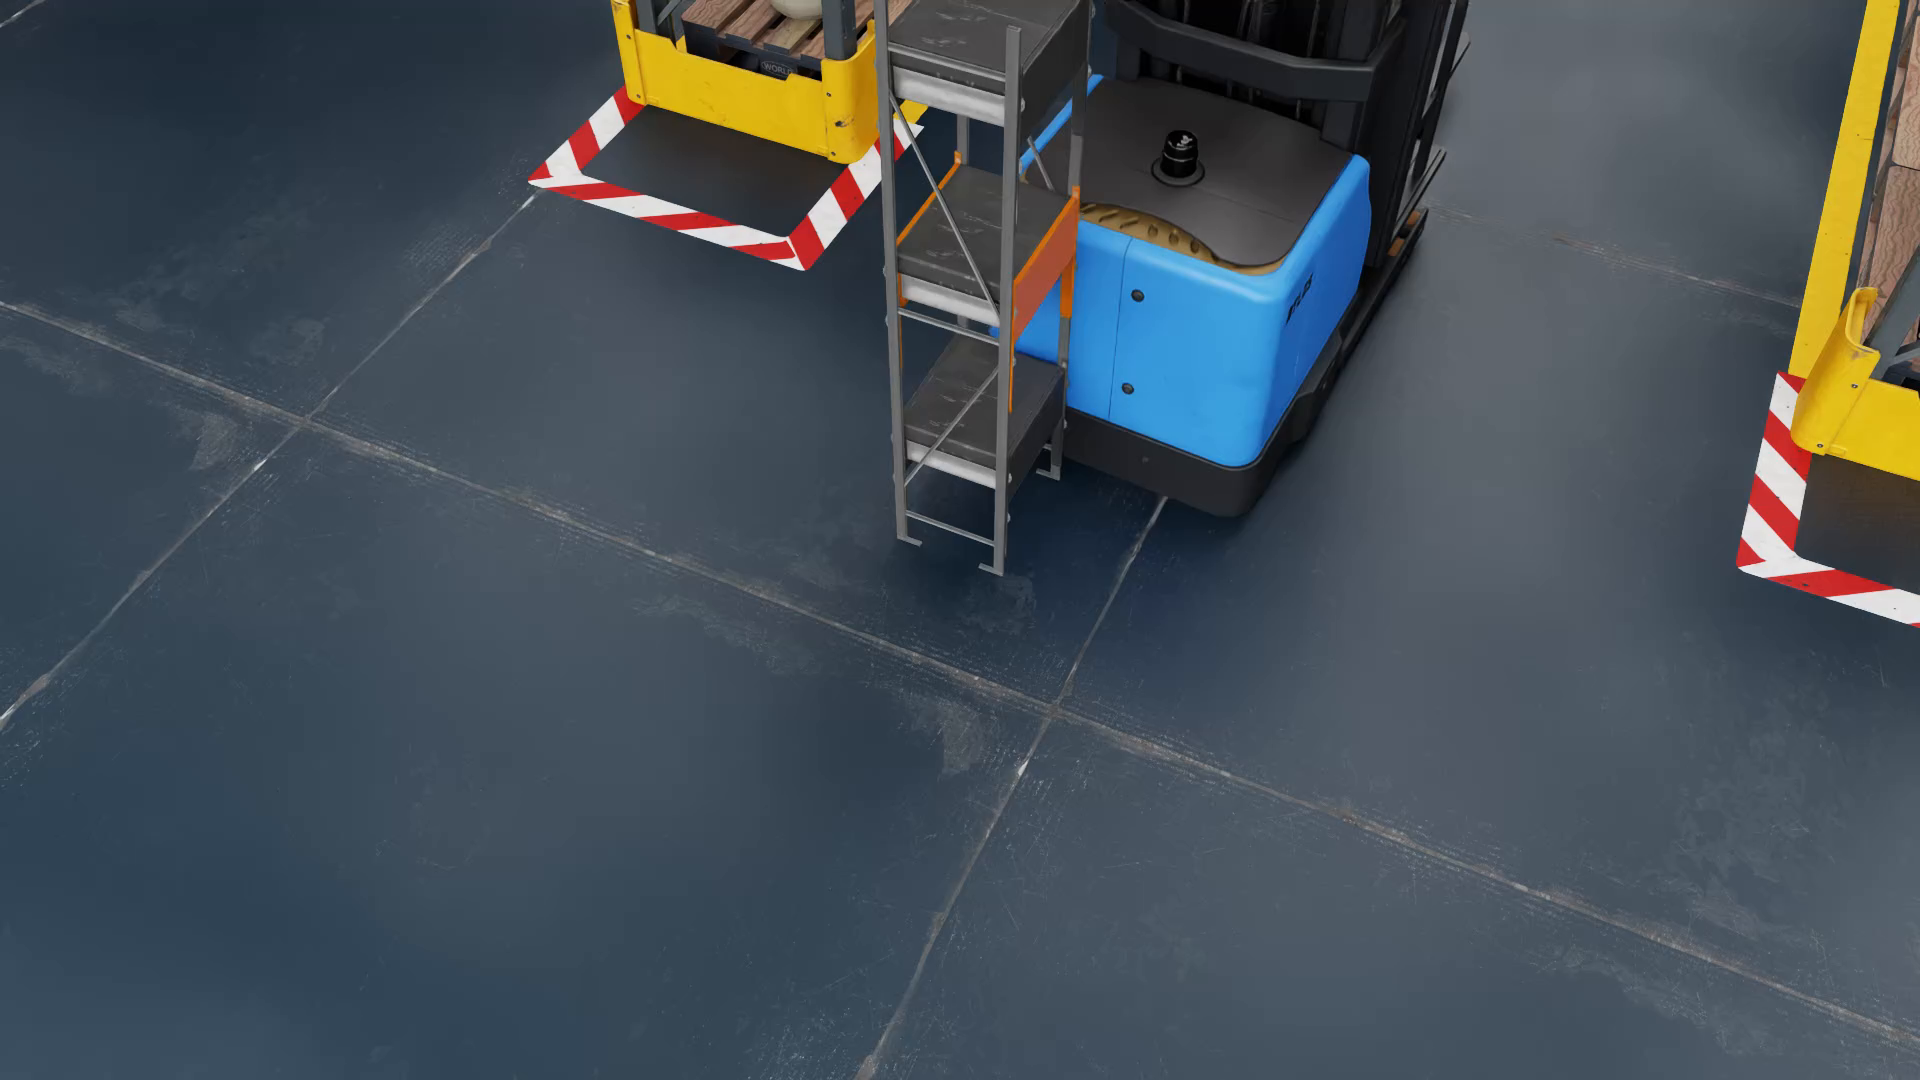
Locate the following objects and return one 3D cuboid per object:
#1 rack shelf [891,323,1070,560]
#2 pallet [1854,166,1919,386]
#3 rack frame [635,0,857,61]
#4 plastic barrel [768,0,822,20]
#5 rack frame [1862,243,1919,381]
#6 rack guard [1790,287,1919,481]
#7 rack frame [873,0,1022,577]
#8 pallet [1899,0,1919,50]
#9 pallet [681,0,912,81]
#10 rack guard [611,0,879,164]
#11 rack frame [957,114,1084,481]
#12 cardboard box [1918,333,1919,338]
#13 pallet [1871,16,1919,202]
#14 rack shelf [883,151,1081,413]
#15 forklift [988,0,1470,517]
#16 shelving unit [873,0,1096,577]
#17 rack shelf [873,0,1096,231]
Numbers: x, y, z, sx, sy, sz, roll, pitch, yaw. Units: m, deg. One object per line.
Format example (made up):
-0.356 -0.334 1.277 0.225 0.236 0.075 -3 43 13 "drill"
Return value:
0.071 -0.332 5.591 0.431 0.518 0.480 20 52 16 "rack shelf"
3.991 -0.891 6.370 1.003 0.211 1.213 20 52 16 "pallet"
-0.899 -2.806 6.168 1.000 3.000 0.127 20 52 16 "rack frame"
-0.686 -2.614 7.363 0.421 0.512 0.421 0 50 0 "plastic barrel"
3.580 -1.195 4.797 1.000 3.000 0.127 20 52 16 "rack frame"
3.612 -0.437 5.793 1.175 0.500 0.348 20 52 16 "rack guard"
-0.034 -0.626 4.904 0.400 2.100 0.015 20 52 16 "rack frame"
5.034 -2.571 7.799 1.003 0.211 1.213 20 52 16 "pallet"
-0.557 -2.528 7.762 1.003 0.211 1.213 20 52 16 "pallet"
-0.909 -2.064 7.178 1.175 0.500 0.348 20 52 16 "rack guard"
0.175 -0.962 5.190 0.400 2.100 0.015 20 52 16 "rack frame"
3.862 -0.945 5.950 0.500 0.500 0.500 29 55 22 "cardboard box"
4.514 -1.728 7.082 1.003 0.211 1.213 20 52 16 "pallet"
0.071 -0.786 5.058 0.431 0.518 0.480 20 52 16 "rack shelf"
1.232 -2.155 5.659 1.130 2.935 3.031 23 53 18 "forklift"
0.071 -0.794 5.047 0.431 2.100 0.503 20 52 16 "shelving unit"
0.071 -1.239 4.525 0.431 0.518 0.480 20 52 16 "rack shelf"
